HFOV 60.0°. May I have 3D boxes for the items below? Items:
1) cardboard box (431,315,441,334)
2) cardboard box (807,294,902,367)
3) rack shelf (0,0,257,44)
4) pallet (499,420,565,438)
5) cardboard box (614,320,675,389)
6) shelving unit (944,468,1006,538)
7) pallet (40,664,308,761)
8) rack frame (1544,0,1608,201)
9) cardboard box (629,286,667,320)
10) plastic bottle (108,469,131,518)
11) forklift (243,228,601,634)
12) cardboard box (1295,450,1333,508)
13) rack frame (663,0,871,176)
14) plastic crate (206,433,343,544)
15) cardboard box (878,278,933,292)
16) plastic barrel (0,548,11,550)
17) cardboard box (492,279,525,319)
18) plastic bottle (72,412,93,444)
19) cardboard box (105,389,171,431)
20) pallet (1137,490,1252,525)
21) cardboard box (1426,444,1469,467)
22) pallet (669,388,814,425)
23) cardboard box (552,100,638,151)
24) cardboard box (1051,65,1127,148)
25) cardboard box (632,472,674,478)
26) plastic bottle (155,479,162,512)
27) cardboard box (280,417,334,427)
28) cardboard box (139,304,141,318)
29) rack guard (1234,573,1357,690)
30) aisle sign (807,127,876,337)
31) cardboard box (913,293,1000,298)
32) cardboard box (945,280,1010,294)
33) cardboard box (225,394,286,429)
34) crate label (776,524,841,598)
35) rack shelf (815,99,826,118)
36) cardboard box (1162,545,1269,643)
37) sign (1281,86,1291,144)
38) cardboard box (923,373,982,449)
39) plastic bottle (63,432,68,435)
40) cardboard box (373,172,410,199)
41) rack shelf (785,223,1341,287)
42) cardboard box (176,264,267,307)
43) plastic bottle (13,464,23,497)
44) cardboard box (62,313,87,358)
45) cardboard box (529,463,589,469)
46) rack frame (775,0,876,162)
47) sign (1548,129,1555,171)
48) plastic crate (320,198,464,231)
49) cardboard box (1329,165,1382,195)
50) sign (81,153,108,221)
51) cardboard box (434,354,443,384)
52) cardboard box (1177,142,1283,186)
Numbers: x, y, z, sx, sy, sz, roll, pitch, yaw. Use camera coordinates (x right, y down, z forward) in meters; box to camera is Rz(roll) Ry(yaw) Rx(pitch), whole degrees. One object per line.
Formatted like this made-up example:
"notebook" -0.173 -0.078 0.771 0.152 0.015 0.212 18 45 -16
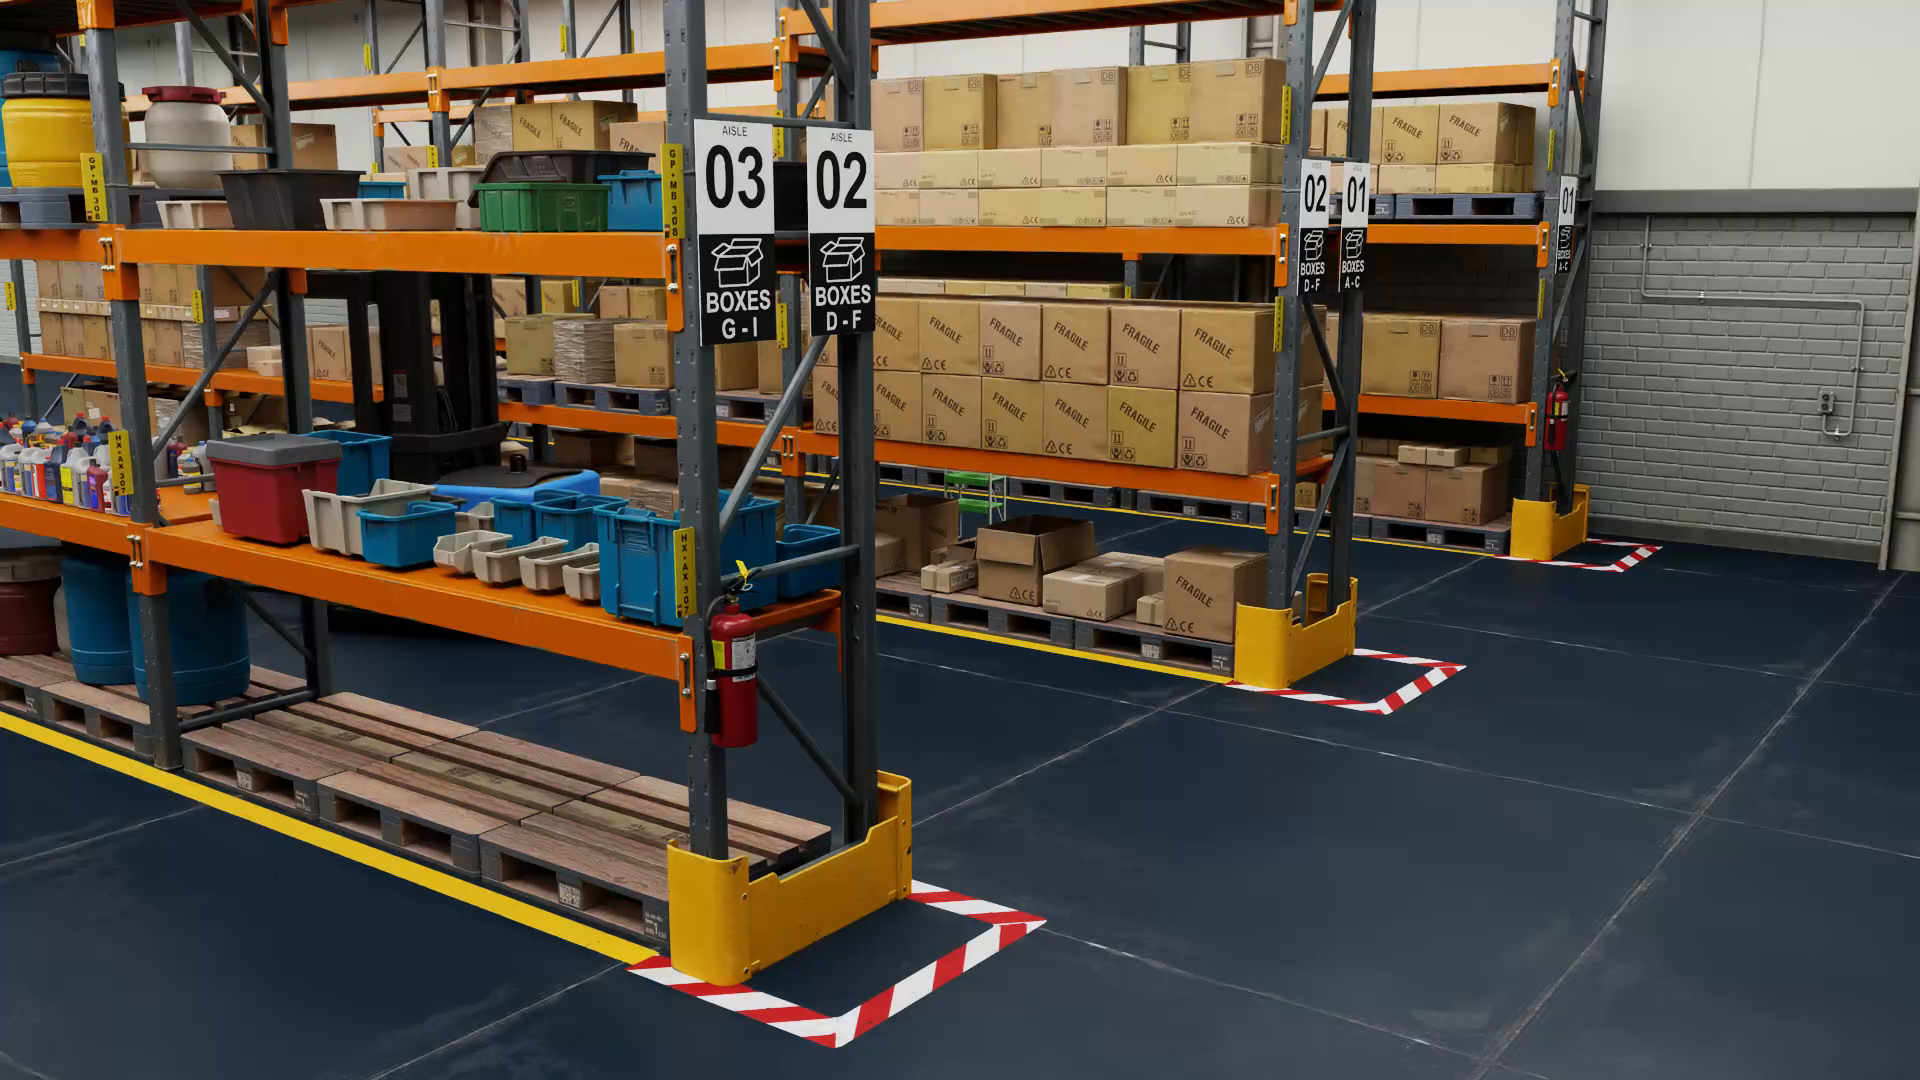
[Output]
"cardboard box" -7.093 -2.979 22.872 0.500 0.250 0.500 7 13 34
"cardboard box" -0.769 -1.538 12.188 0.500 0.500 0.500 8 14 37
"rack shelf" -5.529 -2.957 9.570 4.000 0.370 1.077 8 13 36
"pallet" -6.051 -1.591 22.696 1.213 0.211 1.003 8 13 36
"cardboard box" -2.443 -1.539 13.718 0.500 0.500 0.700 4 12 21
"shelving unit" 0.133 -0.570 14.820 0.503 1.200 0.258 8 13 36
"pallet" -4.514 0.939 9.618 1.213 0.211 1.003 8 13 36
"rack frame" 5.171 -4.349 13.817 0.127 3.000 1.000 8 13 36
"cardboard box" -3.665 -2.891 20.656 0.500 0.500 0.700 10 15 41
"plastic bottle" -4.426 -0.270 8.857 0.135 0.276 0.152 8 13 36
"forklift" -4.149 -0.893 11.927 3.031 2.935 1.130 4 12 18
"cardboard box" 3.304 -0.617 15.799 0.500 0.500 0.700 8 14 37
"rack frame" -0.693 -2.832 5.977 0.127 3.000 1.000 8 13 36
"plastic crate" -3.346 -0.259 8.142 0.583 0.464 0.402 8 13 36
"cardboard box" -0.630 -2.725 18.145 0.500 0.250 0.500 8 13 35
"plastic barrel" -6.229 0.331 10.864 0.421 0.512 0.421 0 11 0
"cardboard box" -5.870 -3.176 21.918 0.500 0.500 0.500 7 13 34
"plastic bottle" -5.538 -0.629 10.514 0.185 0.351 0.144 8 13 36
"cardboard box" -9.146 -1.404 18.551 0.500 0.500 0.500 8 13 36
"pallet" 2.514 -0.387 16.472 1.213 0.211 1.003 8 13 36
"cardboard box" 4.336 -0.751 14.781 0.250 0.149 0.380 8 13 35
"pallet" -1.562 -1.107 13.358 1.213 0.211 1.003 8 13 36
"cardboard box" -3.036 -3.392 13.873 0.500 0.500 0.500 8 13 36
"cardboard box" 0.999 -2.822 10.924 0.500 0.500 0.700 8 13 36
"cardboard box" -2.470 -0.347 14.350 0.500 0.500 0.500 7 13 33
"plastic bottle" -4.367 -0.255 8.973 0.097 0.201 0.097 0 11 0
"cardboard box" -6.934 -1.124 17.598 0.500 0.311 0.500 8 13 36
"cardboard box" -8.799 -2.502 18.095 0.250 0.149 0.380 8 14 37
"rack guard" 2.181 0.574 10.746 0.348 0.500 1.175 8 13 36
"aisle sign" -0.459 -1.200 6.493 0.004 0.787 0.394 8 13 36
"cardboard box" -0.007 -1.560 12.300 0.500 0.500 0.500 8 13 34
"cardboard box" 0.190 -2.613 17.566 0.500 0.250 0.500 8 13 34
"cardboard box" -7.619 -1.318 18.106 0.500 0.500 0.500 8 13 36
"crate label" -0.697 0.088 6.961 0.303 0.233 0.416 8 13 36
"rack shelf" 0.335 -4.474 17.410 4.000 0.370 1.077 8 13 36
"cardboard box" 1.658 0.343 10.781 0.500 0.500 0.500 8 13 36
"sign" 1.897 -2.469 9.668 0.005 0.325 0.100 8 13 36
"cardboard box" 0.084 -0.931 11.680 0.500 0.500 0.500 8 13 35
"plastic bottle" -5.745 -0.590 10.706 0.097 0.201 0.097 0 11 0
"cardboard box" -5.038 -3.248 15.313 0.500 0.250 0.500 8 14 37
"rack shelf" 0.630 -1.989 11.410 4.000 0.370 1.077 8 13 36
"cardboard box" -7.791 -2.729 17.558 0.500 0.500 0.700 8 14 36
"plastic bottle" -5.345 -0.355 9.493 0.097 0.201 0.097 0 11 0
"cardboard box" -9.859 -2.380 19.170 0.500 0.500 0.700 8 14 37
"cardboard box" -3.583 -0.380 14.519 0.500 0.500 0.500 7 13 33
"rack frame" -0.982 -4.040 12.219 0.127 3.000 1.000 8 13 36
"sign" 4.839 -3.190 13.604 0.005 0.325 0.100 8 13 36
"plastic crate" -2.505 -1.424 7.292 0.530 0.136 0.437 8 13 36
"cardboard box" 3.581 -3.216 14.882 0.500 0.250 0.500 7 13 34
"sign" -4.244 -1.730 8.152 0.005 0.325 0.100 8 13 36
"cardboard box" -4.812 -1.631 15.795 0.500 0.311 0.500 8 13 35
"cardboard box" 1.677 -2.308 10.243 0.500 0.250 0.500 8 13 36
